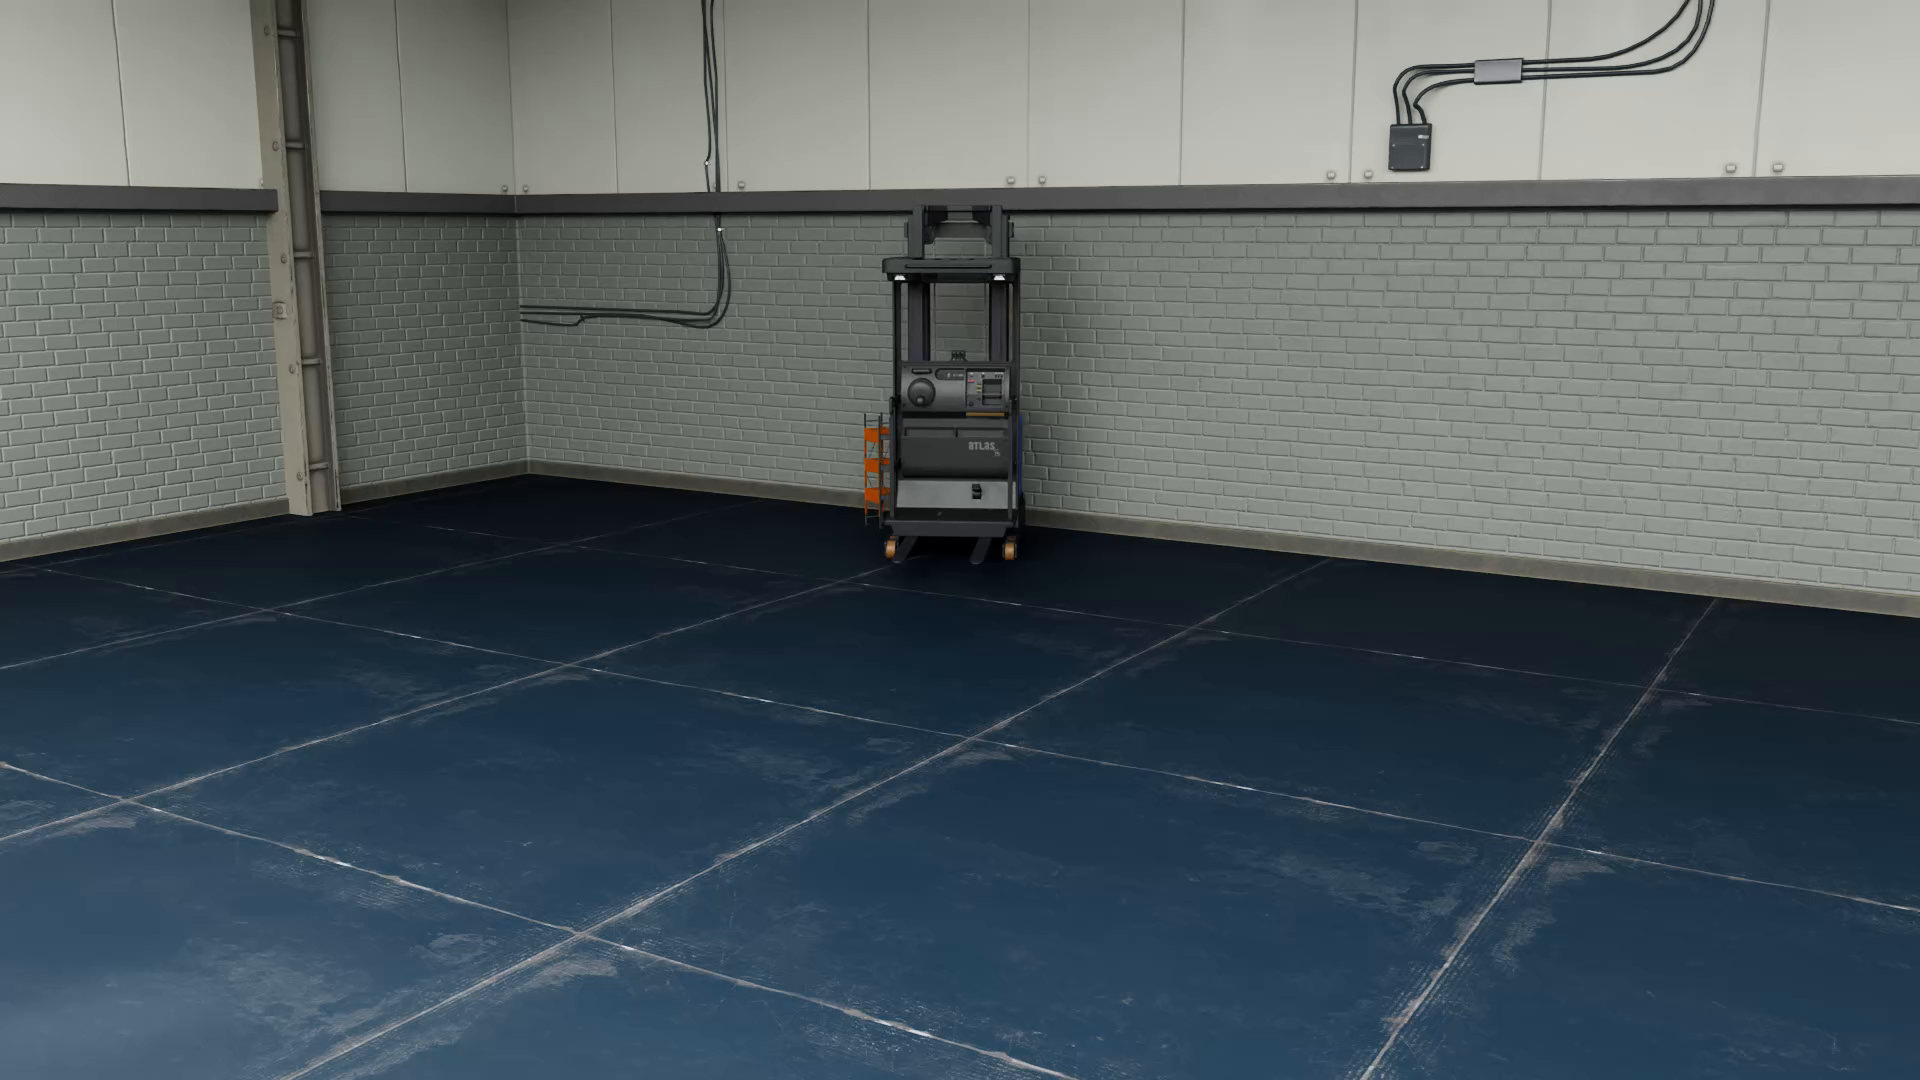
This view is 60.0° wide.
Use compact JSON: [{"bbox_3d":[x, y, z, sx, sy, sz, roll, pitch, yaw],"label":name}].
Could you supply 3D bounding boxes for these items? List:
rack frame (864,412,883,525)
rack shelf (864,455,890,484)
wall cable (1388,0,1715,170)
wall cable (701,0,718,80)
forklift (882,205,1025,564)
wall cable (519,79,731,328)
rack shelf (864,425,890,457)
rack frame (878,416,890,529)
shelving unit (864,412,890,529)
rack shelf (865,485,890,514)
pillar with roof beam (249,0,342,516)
[{"bbox_3d":[-0.808,-0.669,15.587,0.200,1.050,0.008,-8,13,-35],"label":"rack frame"},{"bbox_3d":[-0.737,-0.640,15.492,0.215,0.259,0.240,-8,13,-35],"label":"rack shelf"},{"bbox_3d":[4.420,-5.801,12.159,2.305,6.003,0.169,6,12,31],"label":"wall cable"},{"bbox_3d":[-1.374,-5.737,15.770,3.097,2.526,0.112,6,12,31],"label":"wall cable"},{"bbox_3d":[-0.053,-1.326,13.989,1.130,2.935,3.031,1,11,5],"label":"forklift"},{"bbox_3d":[-3.686,-3.513,17.615,3.097,2.526,0.112,6,12,31],"label":"wall cable"},{"bbox_3d":[-0.737,-0.919,15.440,0.215,0.259,0.240,-8,13,-35],"label":"rack shelf"},{"bbox_3d":[-0.665,-0.632,15.393,0.200,1.050,0.008,-8,13,-35],"label":"rack frame"},{"bbox_3d":[-0.737,-0.650,15.490,0.215,1.050,0.252,-8,13,-35],"label":"shelving unit"},{"bbox_3d":[-0.737,-0.367,15.543,0.215,0.259,0.240,-8,13,-35],"label":"rack shelf"},{"bbox_3d":[-2.666,-4.291,13.332,9.100,9.000,0.400,6,12,31],"label":"pillar with roof beam"}]
